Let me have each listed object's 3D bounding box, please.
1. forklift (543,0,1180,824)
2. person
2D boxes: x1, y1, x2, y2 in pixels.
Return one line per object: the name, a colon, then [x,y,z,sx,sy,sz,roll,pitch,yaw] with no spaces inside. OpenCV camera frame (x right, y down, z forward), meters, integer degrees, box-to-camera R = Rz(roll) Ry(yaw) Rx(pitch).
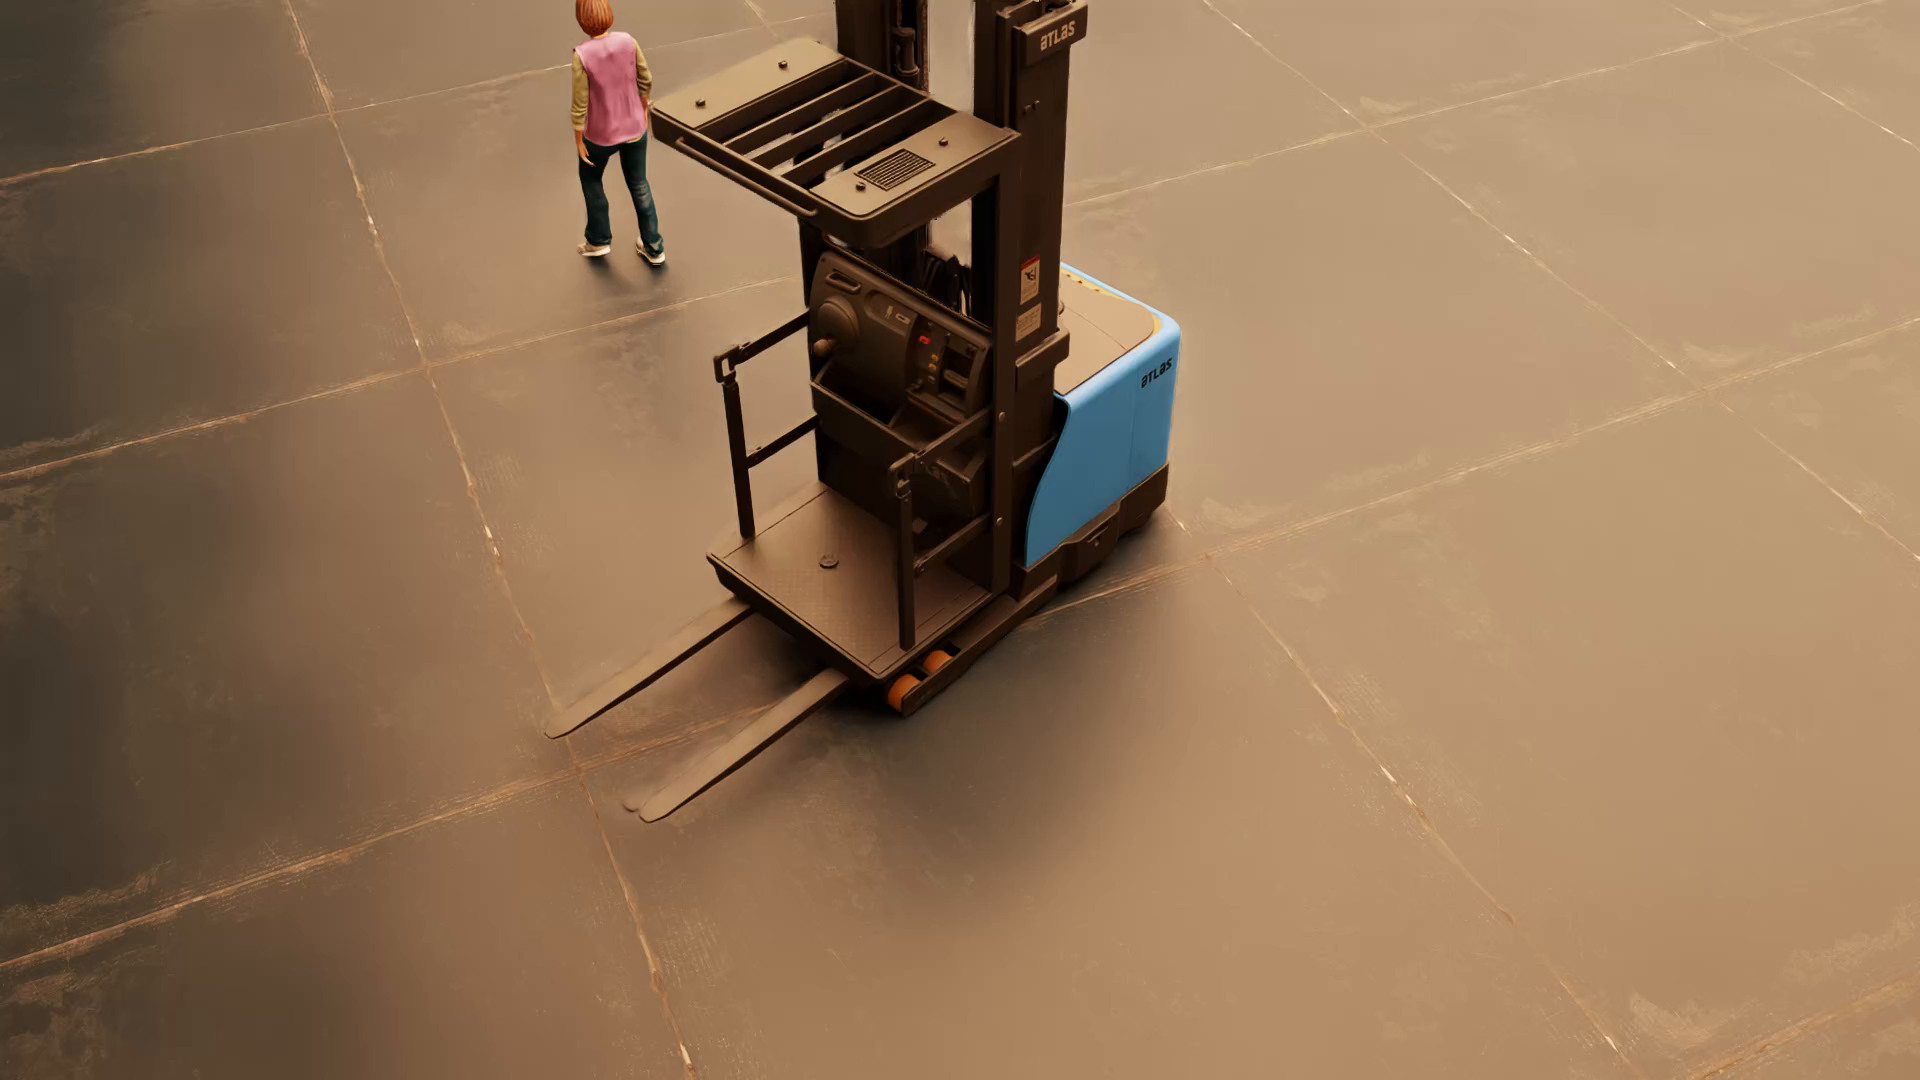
forklift: [-0.394,-0.734,6.467,1.130,2.935,3.031,33,52,30]
person: [-1.905,-2.233,9.090,0.497,1.625,0.499,-26,49,-25]
